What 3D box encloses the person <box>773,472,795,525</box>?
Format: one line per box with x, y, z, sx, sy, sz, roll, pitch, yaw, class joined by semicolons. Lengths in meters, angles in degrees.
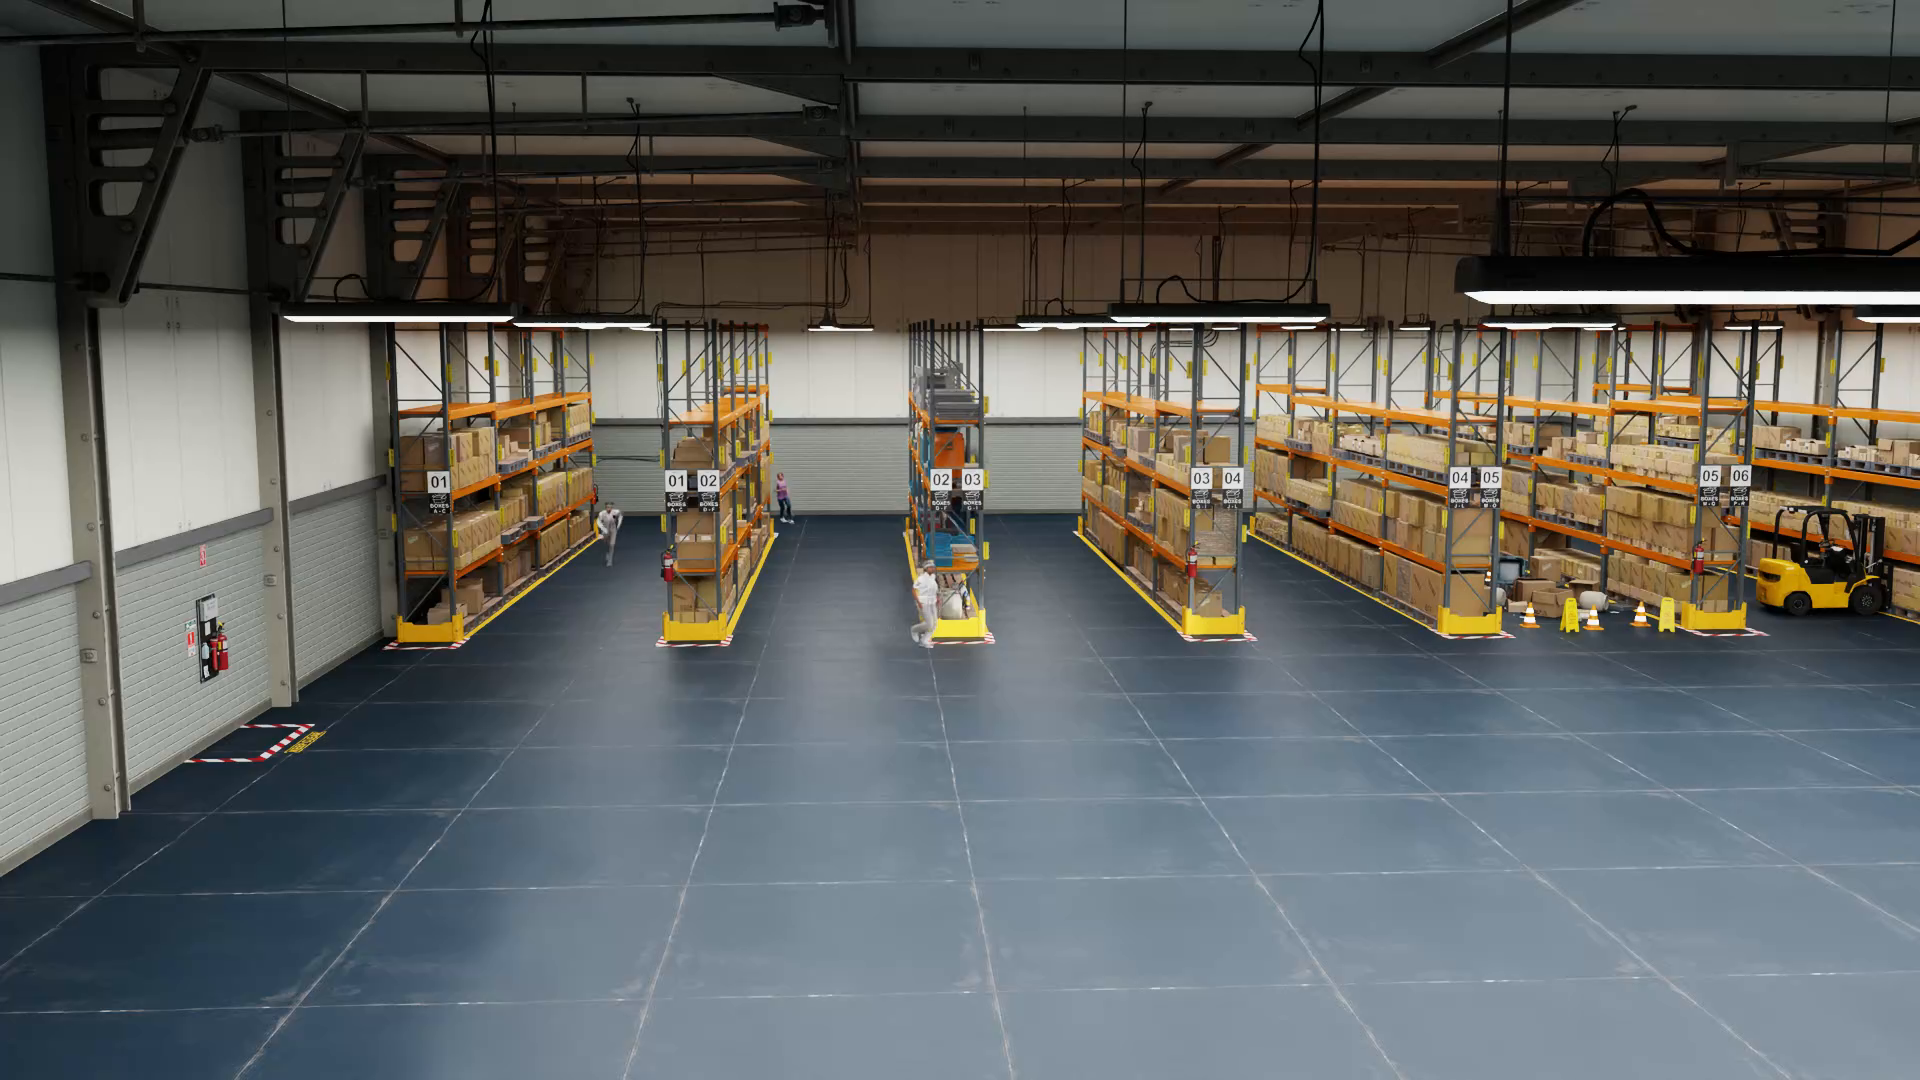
-5.386;-1.260;50.250;0.598;1.600;0.682;-4;8;-27;person

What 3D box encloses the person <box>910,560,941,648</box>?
-0.612;1.163;30.430;0.564;1.635;0.574;5;9;37;person

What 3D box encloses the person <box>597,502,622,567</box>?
-8.767;-0.179;41.598;0.643;1.618;0.968;-2;7;-16;person
